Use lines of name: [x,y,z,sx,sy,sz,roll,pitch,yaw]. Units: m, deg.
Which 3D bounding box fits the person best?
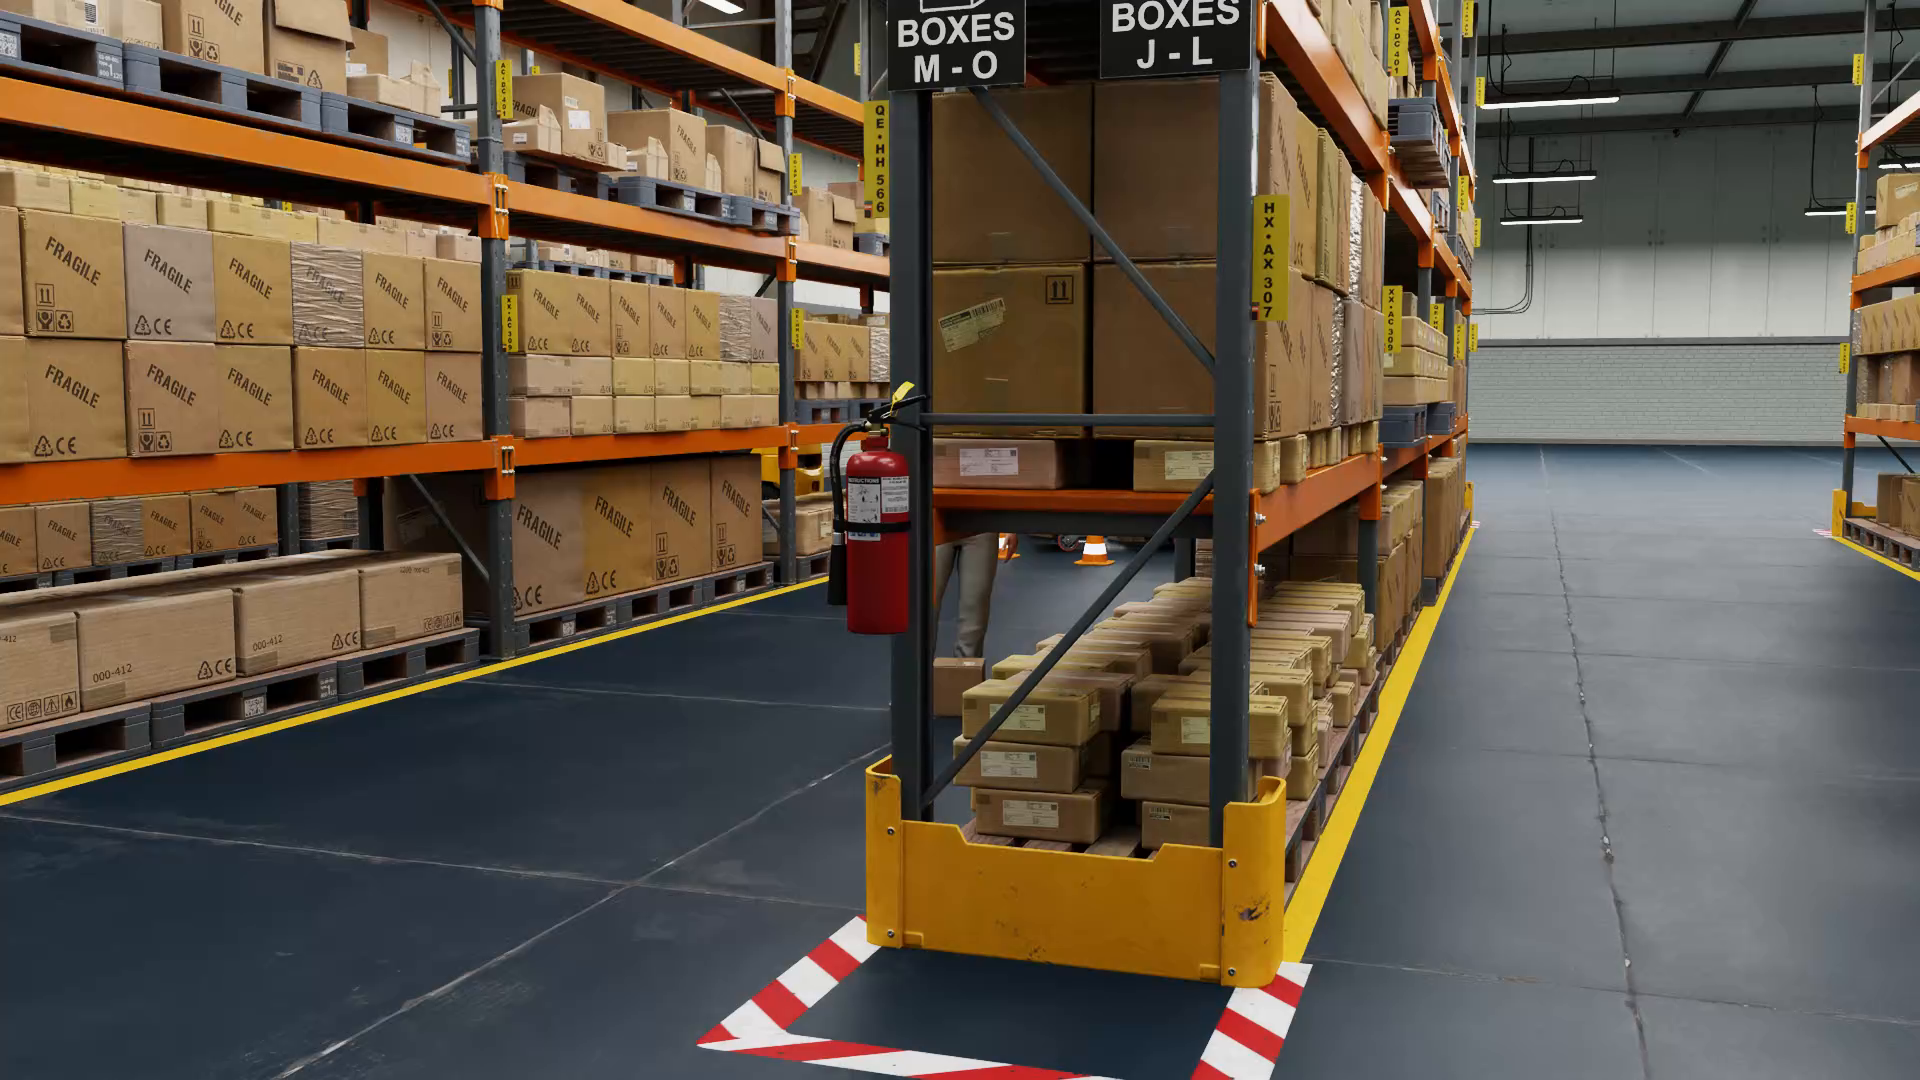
person: [-0.017,-0.062,8.386,0.640,1.777,0.574,0,5,5]
